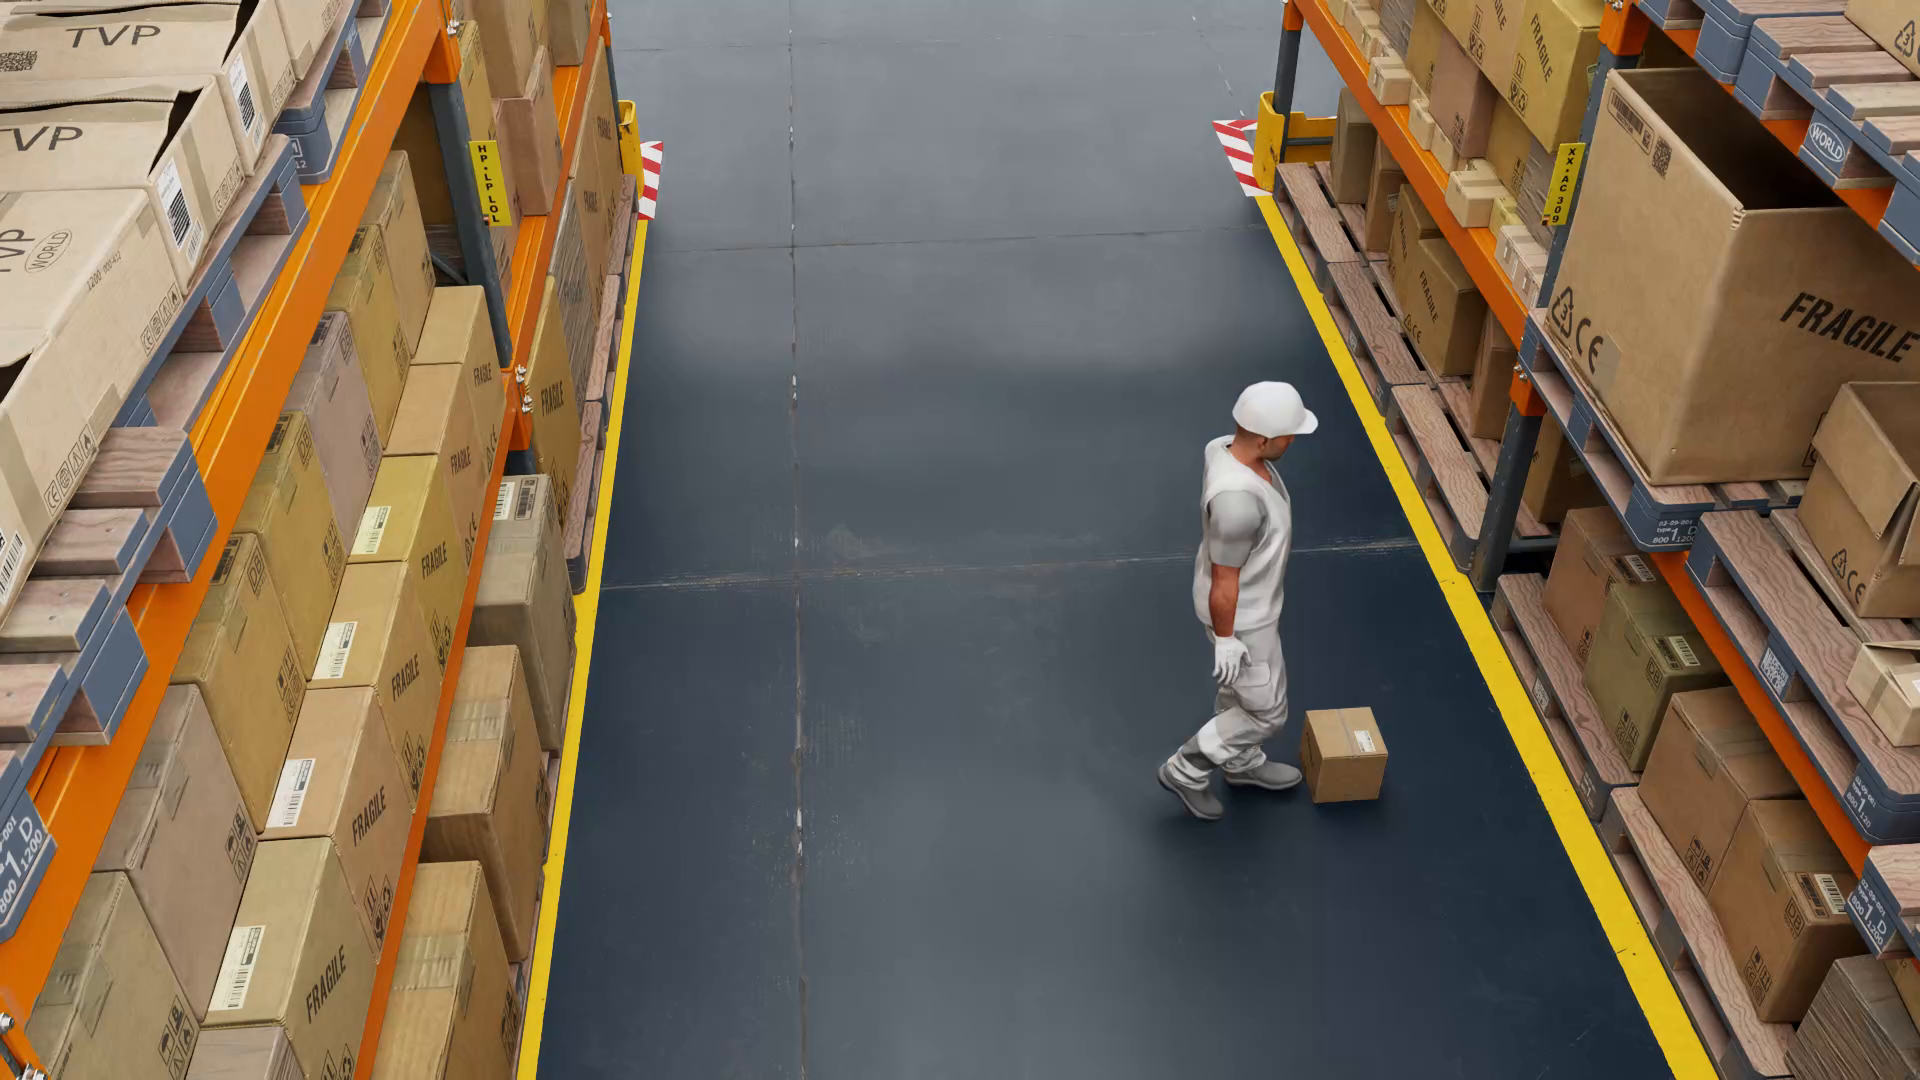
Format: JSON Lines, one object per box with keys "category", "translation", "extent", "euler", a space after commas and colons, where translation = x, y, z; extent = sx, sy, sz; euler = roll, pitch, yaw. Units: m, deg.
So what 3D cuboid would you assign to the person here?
{"category": "person", "translation": [1.027, 0.234, 5.812], "extent": [0.554, 1.785, 0.577], "euler": [5, 39, 6]}
